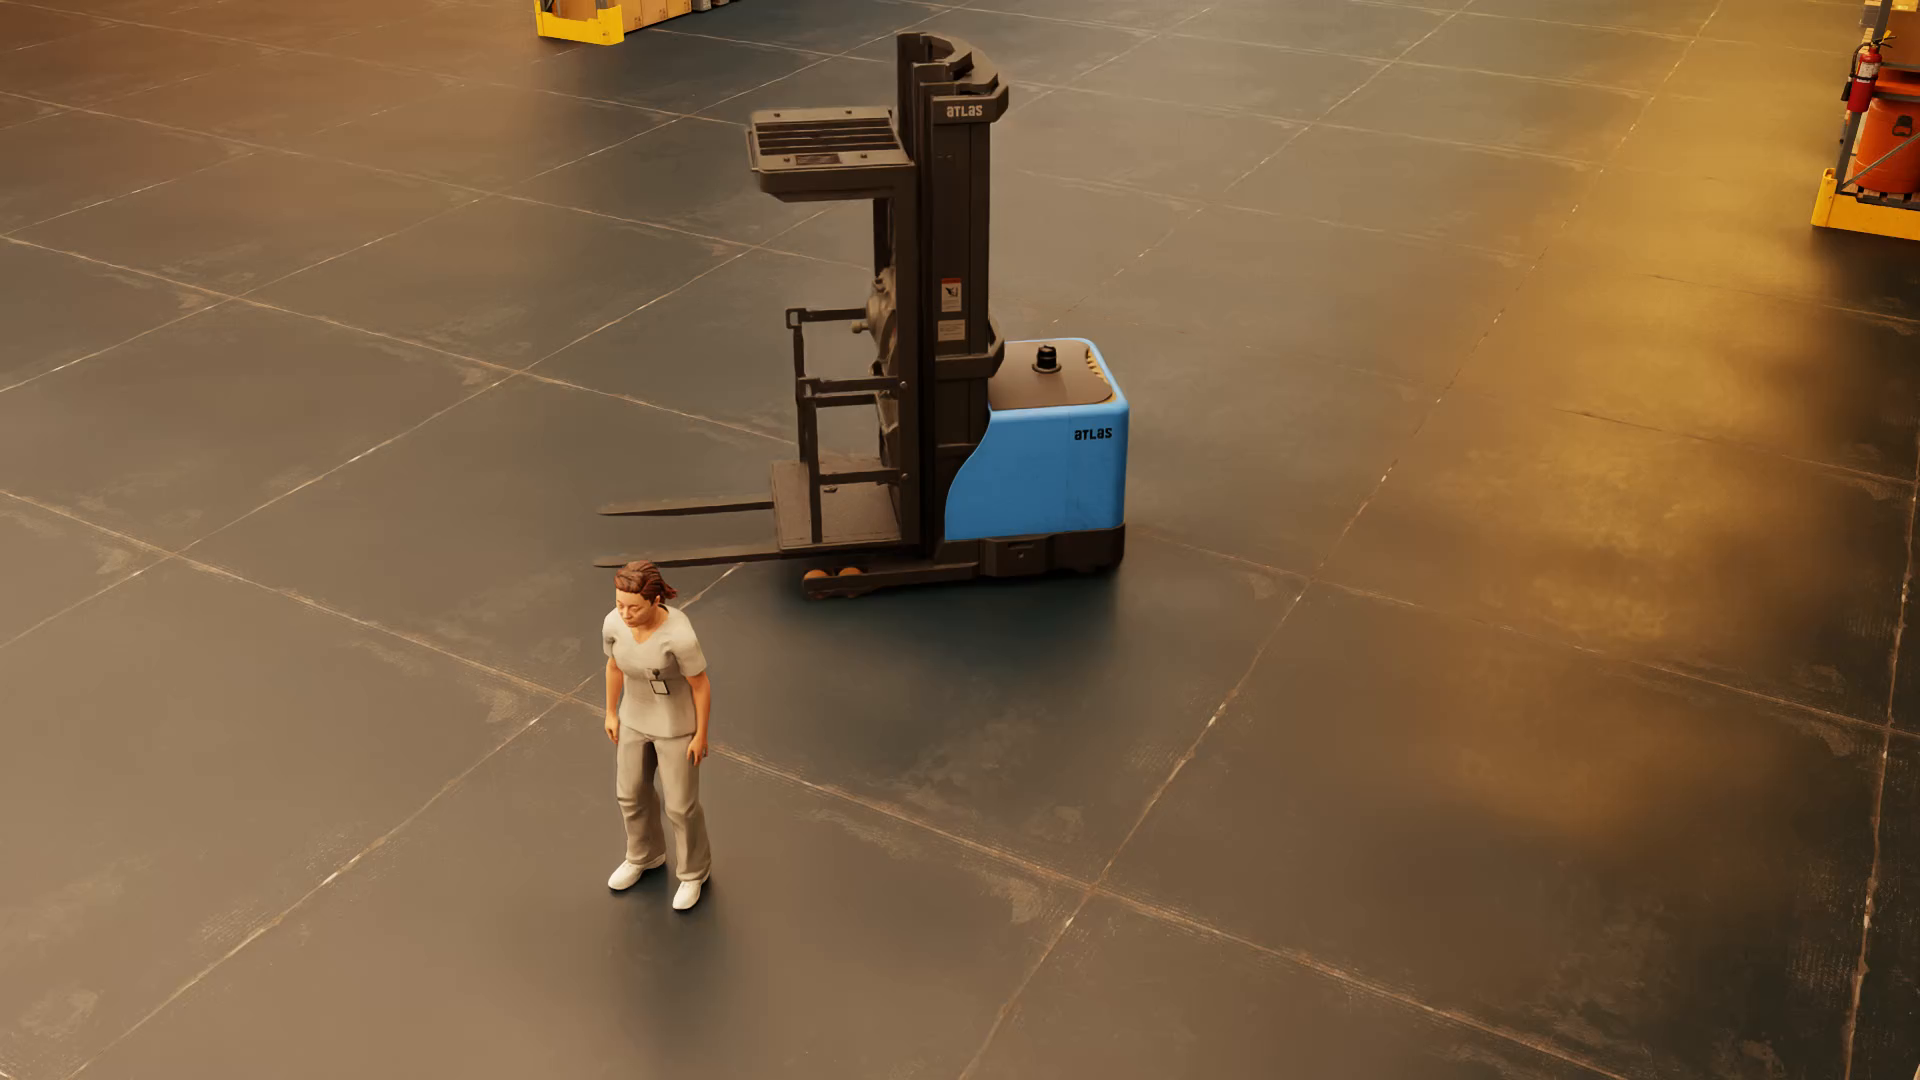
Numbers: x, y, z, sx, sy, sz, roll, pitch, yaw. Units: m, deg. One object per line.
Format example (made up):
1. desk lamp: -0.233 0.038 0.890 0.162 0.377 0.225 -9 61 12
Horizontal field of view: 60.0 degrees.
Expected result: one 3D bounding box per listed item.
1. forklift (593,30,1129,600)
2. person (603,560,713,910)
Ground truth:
1. forklift: -0.610 -1.213 9.173 3.031 2.935 1.130 -4 30 -8
2. person: -1.272 0.788 6.967 0.495 1.671 0.363 11 32 19
